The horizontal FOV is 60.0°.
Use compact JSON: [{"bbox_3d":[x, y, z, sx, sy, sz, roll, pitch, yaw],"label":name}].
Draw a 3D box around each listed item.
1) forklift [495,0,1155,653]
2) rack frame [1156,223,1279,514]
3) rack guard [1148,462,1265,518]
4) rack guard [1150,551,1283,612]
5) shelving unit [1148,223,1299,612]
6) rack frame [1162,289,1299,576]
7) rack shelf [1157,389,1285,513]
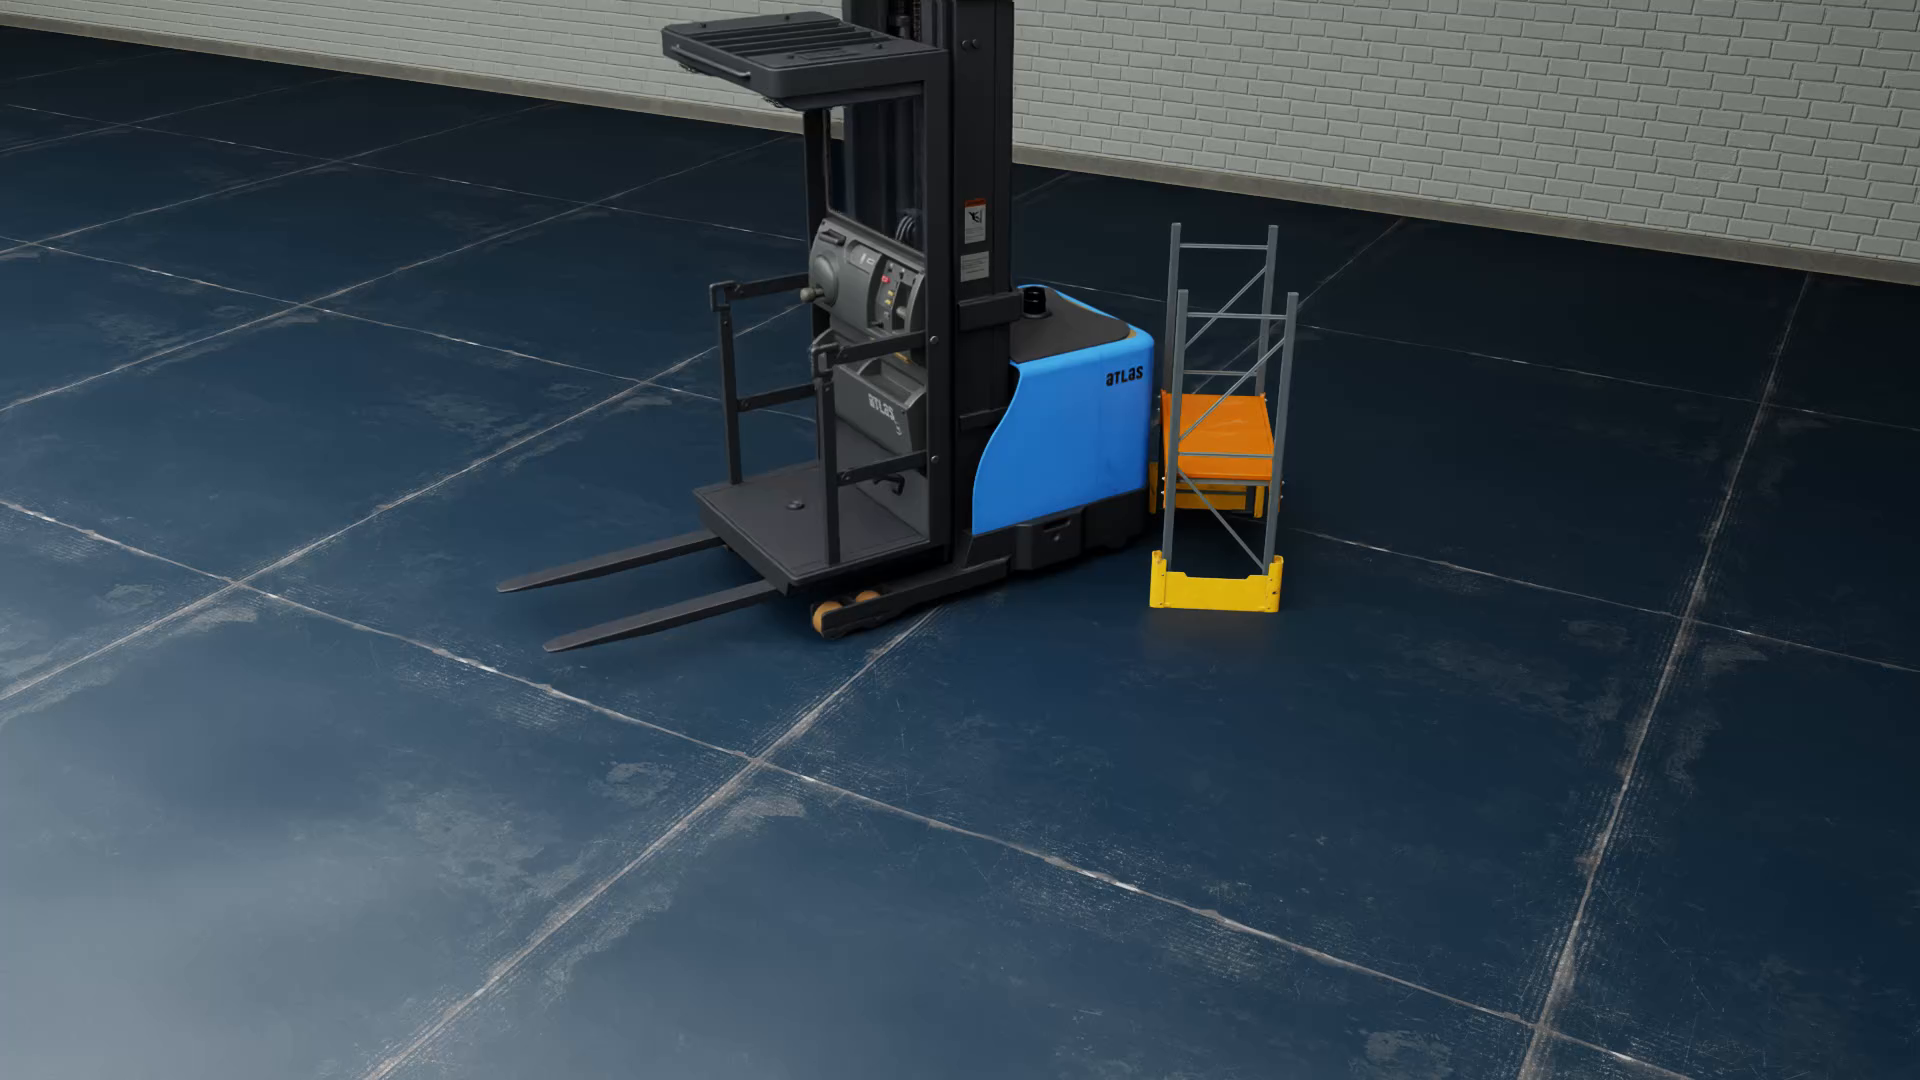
[{"bbox_3d":[-0.593,-1.139,7.251,3.031,2.935,1.130,-16,31,-28],"label":"forklift"},{"bbox_3d":[1.256,-0.822,8.217,0.500,1.500,0.032,2,27,4],"label":"rack frame"},{"bbox_3d":[1.254,-0.255,8.480,0.587,0.250,0.087,2,27,4],"label":"rack guard"},{"bbox_3d":[1.168,0.189,7.592,0.587,0.250,0.087,2,27,4],"label":"rack guard"},{"bbox_3d":[1.211,-0.592,7.756,0.587,1.500,1.083,2,27,4],"label":"shelving unit"},{"bbox_3d":[1.167,-0.369,7.312,0.500,1.500,0.032,2,27,4],"label":"rack frame"},{"bbox_3d":[1.212,-0.435,7.845,0.538,0.185,1.000,2,27,4],"label":"rack shelf"}]
